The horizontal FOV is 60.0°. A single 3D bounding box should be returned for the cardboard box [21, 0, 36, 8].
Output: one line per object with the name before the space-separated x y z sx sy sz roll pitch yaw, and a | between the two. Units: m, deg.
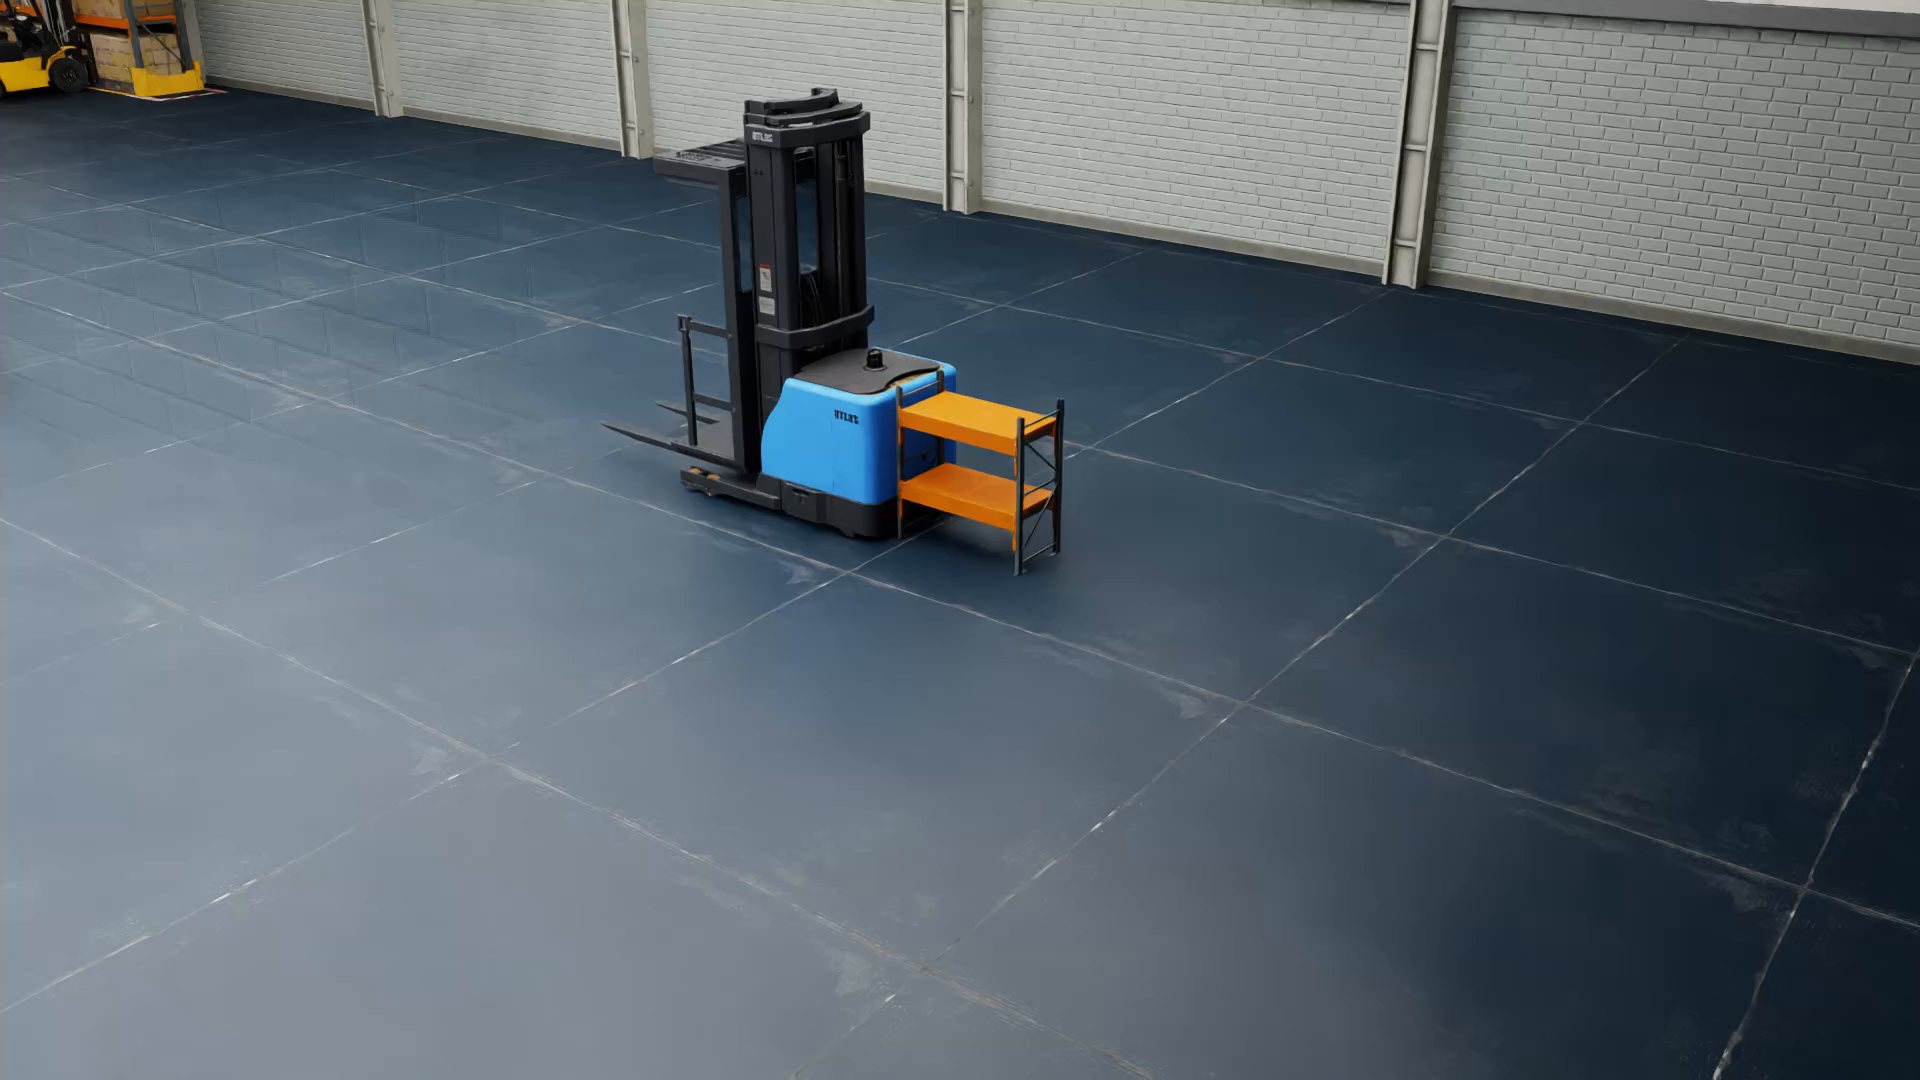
cardboard box | -17.360 -10.327 31.344 0.500 0.500 0.500 16 28 32

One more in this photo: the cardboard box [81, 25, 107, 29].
cardboard box | -16.238 -9.563 31.384 0.500 0.250 0.500 17 29 34

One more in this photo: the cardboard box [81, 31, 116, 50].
cardboard box | -15.735 -9.148 30.441 0.500 0.250 0.500 17 29 34

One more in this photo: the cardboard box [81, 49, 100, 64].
cardboard box | -15.755 -8.928 30.561 0.500 0.250 0.500 16 28 32

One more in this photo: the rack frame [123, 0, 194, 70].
rack frame | -14.358 -9.505 29.603 0.127 3.000 1.000 17 29 33

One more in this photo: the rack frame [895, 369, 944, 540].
rack frame | -0.277 -0.599 11.715 0.032 1.125 0.500 17 29 34

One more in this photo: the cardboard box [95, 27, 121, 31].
cardboard box | -15.830 -9.444 31.114 0.500 0.250 0.500 16 28 32

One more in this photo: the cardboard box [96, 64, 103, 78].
cardboard box | -15.710 -8.698 30.660 0.500 0.250 0.500 17 29 34

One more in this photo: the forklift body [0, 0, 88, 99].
forklift body | -16.969 -8.987 29.479 1.214 2.155 2.313 17 29 33

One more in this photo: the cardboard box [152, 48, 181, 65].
cardboard box | -14.609 -8.849 30.382 0.500 0.250 0.500 17 29 34

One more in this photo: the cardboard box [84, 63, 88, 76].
cardboard box | -16.139 -8.816 30.929 0.500 0.250 0.500 18 29 35

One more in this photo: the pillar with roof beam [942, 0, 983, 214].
pillar with roof beam | -2.553 -6.968 16.404 0.400 9.000 9.100 17 29 33

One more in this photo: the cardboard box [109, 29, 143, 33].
cardboard box | -15.425 -9.318 30.828 0.500 0.250 0.500 17 29 33

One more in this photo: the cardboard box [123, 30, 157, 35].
cardboard box | -15.031 -9.194 30.545 0.500 0.250 0.500 17 29 33

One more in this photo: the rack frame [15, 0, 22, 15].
rack frame | -17.559 -10.473 31.799 0.127 3.000 1.000 17 29 33

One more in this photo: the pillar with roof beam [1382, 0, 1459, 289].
pillar with roof beam | 2.248 -5.517 13.111 0.400 9.000 9.100 17 29 33

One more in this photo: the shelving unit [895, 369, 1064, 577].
shelving unit | 0.128 -0.475 11.434 1.048 1.125 0.538 17 29 34

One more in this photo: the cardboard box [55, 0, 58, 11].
cardboard box | -16.527 -10.084 30.793 0.500 0.500 0.500 16 29 33

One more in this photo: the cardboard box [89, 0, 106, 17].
cardboard box | -15.319 -9.714 29.952 0.500 0.500 0.500 18 29 35

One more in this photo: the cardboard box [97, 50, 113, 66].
cardboard box | -15.330 -8.810 30.293 0.500 0.250 0.500 16 29 33

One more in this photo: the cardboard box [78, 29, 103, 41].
cardboard box | -16.136 -9.273 30.725 0.500 0.250 0.500 16 28 32

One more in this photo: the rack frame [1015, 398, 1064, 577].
rack frame | 0.533 -0.351 11.152 0.032 1.125 0.500 17 29 34

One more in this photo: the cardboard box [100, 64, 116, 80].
cardboard box | -15.315 -8.574 30.379 0.500 0.250 0.500 17 29 33

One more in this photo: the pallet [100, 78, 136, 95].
pallet | -14.995 -8.401 30.554 1.213 0.211 1.003 17 29 33

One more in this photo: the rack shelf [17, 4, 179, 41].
rack shelf | -15.958 -9.660 30.846 4.000 0.370 1.077 17 29 33

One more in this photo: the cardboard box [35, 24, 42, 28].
cardboard box | -17.360 -9.646 31.571 0.500 0.250 0.500 16 29 33

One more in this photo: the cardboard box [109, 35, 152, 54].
cardboard box | -14.913 -8.908 29.896 0.500 0.250 0.500 18 29 35

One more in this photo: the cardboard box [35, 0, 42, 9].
cardboard box | -16.933 -10.206 31.070 0.500 0.500 0.500 17 29 34

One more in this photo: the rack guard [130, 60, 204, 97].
rack guard | -14.339 -8.356 30.094 0.348 0.500 1.175 17 29 33

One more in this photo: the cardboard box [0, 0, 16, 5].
cardboard box | -18.119 -10.441 31.914 0.500 0.250 0.500 18 29 34

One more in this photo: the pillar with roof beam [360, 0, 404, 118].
pillar with roof beam | -12.155 -9.870 22.990 0.400 9.000 9.100 17 29 33

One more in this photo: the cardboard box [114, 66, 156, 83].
cardboard box | -14.923 -8.451 30.099 0.500 0.250 0.500 17 29 34

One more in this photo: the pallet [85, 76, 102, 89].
pallet | -15.967 -8.696 31.224 1.213 0.211 1.003 17 29 33

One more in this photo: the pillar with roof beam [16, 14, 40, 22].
pillar with roof beam | -21.757 -12.772 29.576 0.400 9.000 9.100 17 29 33

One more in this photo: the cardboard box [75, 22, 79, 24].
cardboard box | -17.049 -9.807 31.938 0.500 0.250 0.500 17 29 34

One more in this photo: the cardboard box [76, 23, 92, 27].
cardboard box | -16.634 -9.690 31.671 0.500 0.250 0.500 16 29 33

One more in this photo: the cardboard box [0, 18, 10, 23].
cardboard box | -19.202 -10.072 33.313 0.625 0.625 0.875 15 28 31

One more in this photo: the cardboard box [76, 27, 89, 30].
cardboard box | -16.552 -9.402 31.019 0.500 0.250 0.500 18 29 35

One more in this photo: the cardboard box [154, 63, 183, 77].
cardboard box | -14.634 -8.621 30.486 0.500 0.250 0.500 17 29 34

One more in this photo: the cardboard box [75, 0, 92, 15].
cardboard box | -15.729 -9.838 30.233 0.500 0.500 0.500 16 29 32

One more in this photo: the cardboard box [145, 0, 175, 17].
cardboard box | -14.588 -9.760 30.058 0.500 0.500 0.500 18 29 35

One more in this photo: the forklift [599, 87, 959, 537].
forklift | -1.490 -1.820 12.246 3.031 2.935 1.130 17 29 34

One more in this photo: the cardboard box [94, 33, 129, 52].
cardboard box | -15.325 -9.029 30.172 0.500 0.250 0.500 17 29 34

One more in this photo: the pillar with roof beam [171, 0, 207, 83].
pillar with roof beam | -16.956 -11.321 26.283 0.400 9.000 9.100 17 29 33

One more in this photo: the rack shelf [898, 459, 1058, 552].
rack shelf | 0.128 -0.252 11.532 1.000 0.278 0.538 17 29 34

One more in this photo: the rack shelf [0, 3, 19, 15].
rack shelf | -19.159 -10.627 33.041 4.000 0.370 1.077 17 29 33

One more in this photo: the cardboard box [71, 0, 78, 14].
cardboard box | -16.138 -9.956 30.501 0.500 0.500 0.500 17 29 34

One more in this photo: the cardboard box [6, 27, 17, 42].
cardboard box | -17.983 -9.701 32.471 0.625 0.625 0.875 18 30 36

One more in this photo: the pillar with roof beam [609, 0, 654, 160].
pillar with roof beam | -7.354 -8.419 19.697 0.400 9.000 9.100 17 29 33

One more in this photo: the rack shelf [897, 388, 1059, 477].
rack shelf | 0.128 -0.743 11.316 1.000 0.278 0.538 17 29 34

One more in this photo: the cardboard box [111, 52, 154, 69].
cardboard box | -14.935 -8.685 30.010 0.500 0.250 0.500 16 29 33

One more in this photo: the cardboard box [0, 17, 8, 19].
cardboard box | -19.741 -10.235 33.683 0.625 0.625 0.875 18 29 35

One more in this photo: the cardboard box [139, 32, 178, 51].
cardboard box | -14.629 -9.074 30.274 0.500 0.250 0.500 16 29 33

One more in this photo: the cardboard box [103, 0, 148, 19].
cardboard box | -14.909 -9.585 29.661 0.500 0.500 0.500 16 28 32

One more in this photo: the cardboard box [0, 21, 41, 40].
cardboard box | -18.599 -9.891 32.902 0.625 0.625 0.875 16 29 33
